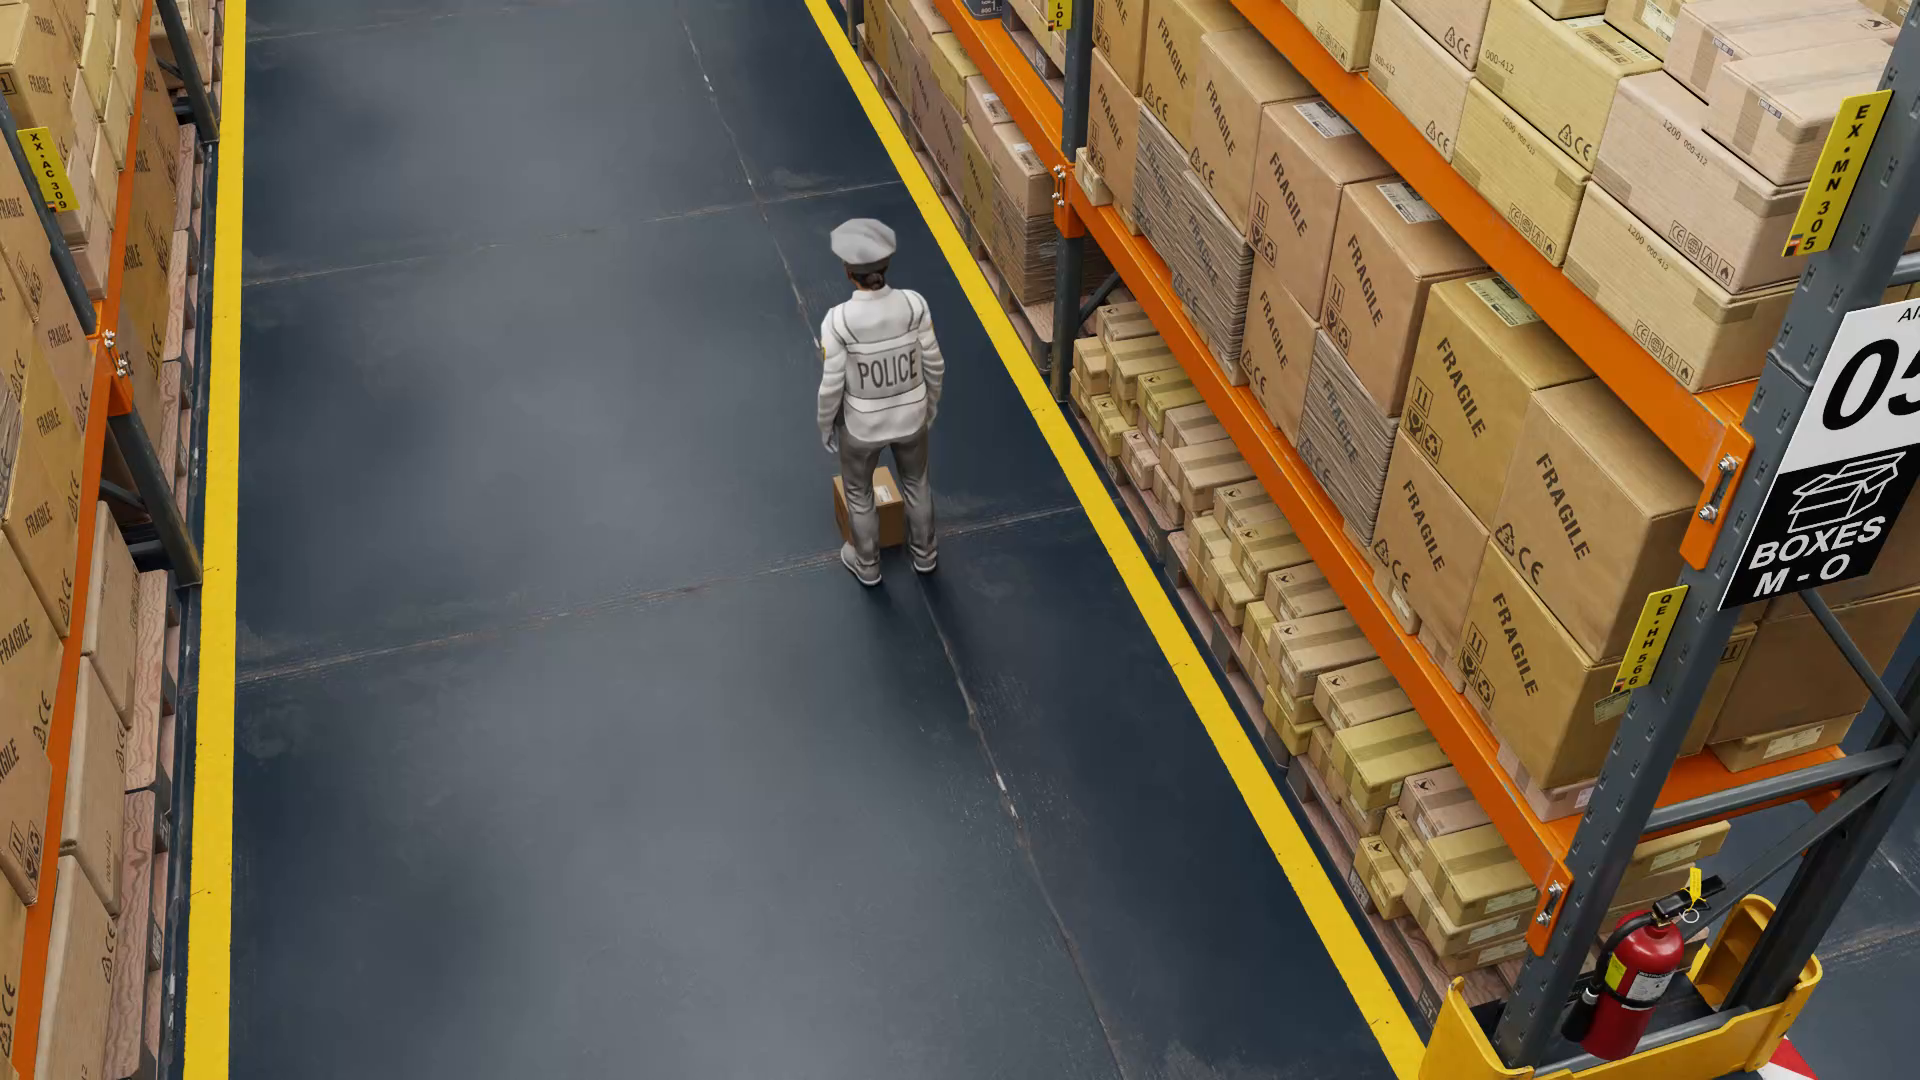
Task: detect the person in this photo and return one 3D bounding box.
[{"bbox_3d":[-0.322,-0.496,6.701,0.524,1.662,0.373,-14,44,-14],"label":"person"}]
